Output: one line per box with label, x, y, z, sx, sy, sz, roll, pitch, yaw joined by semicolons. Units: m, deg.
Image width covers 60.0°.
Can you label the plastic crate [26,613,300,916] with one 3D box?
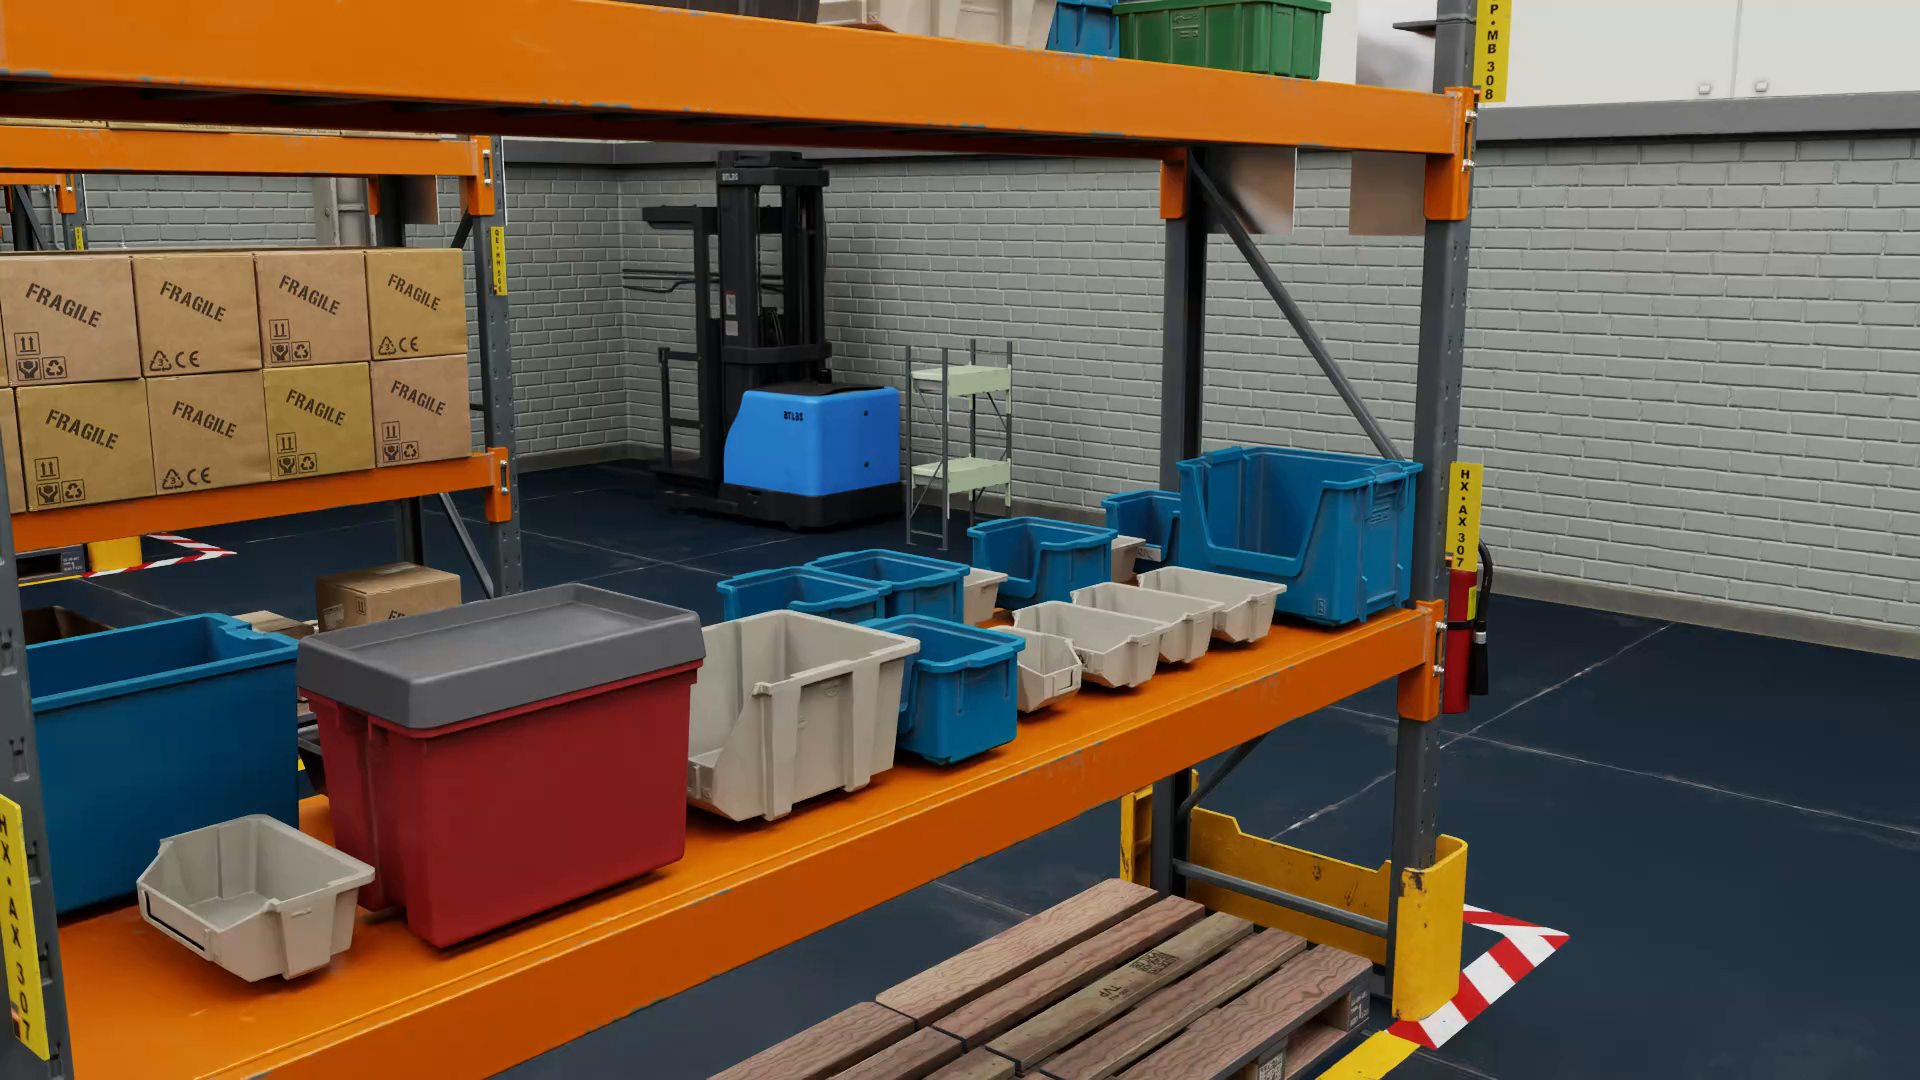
plastic crate;-1.502;0.396;2.959;0.392;0.384;0.575;10;15;40

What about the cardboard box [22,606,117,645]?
cardboard box;-4.036;0.620;7.197;0.797;0.503;0.637;10;15;40

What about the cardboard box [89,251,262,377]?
cardboard box;-3.391;-0.986;7.184;0.500;0.500;0.500;10;15;42

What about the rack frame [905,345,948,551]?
rack frame;-0.246;-0.681;12.290;0.400;1.500;0.023;10;15;40

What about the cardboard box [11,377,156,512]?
cardboard box;-3.729;-0.424;6.919;0.500;0.500;0.500;9;15;40

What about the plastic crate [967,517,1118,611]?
plastic crate;0.241;0.085;4.902;0.416;0.233;0.300;10;15;40

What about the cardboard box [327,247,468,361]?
cardboard box;-2.719;-1.138;7.941;0.500;0.500;0.500;10;15;40

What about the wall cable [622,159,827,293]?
wall cable;-2.354;-3.544;15.410;3.097;2.526;0.112;10;15;40

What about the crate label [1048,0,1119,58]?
crate label;0.235;-1.363;4.596;0.408;0.251;0.502;10;15;40

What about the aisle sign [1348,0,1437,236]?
aisle sign;1.354;-1.306;4.954;0.394;0.787;0.004;10;15;40

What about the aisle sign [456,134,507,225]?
aisle sign;-2.357;-1.945;8.152;0.394;0.787;0.004;10;15;40

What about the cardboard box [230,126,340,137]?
cardboard box;-3.111;-1.915;7.365;0.500;0.250;0.500;10;15;40

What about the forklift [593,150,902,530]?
forklift;-1.916;-1.729;13.886;3.031;2.935;1.130;10;15;40

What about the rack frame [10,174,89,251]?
rack frame;-6.356;-1.339;11.759;1.000;3.000;0.127;10;15;40

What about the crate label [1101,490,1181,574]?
crate label;0.676;-0.012;5.387;0.416;0.233;0.303;10;15;40

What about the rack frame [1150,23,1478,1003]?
rack frame;1.086;-0.058;5.346;1.000;3.000;0.127;10;15;40

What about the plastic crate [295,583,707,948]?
plastic crate;-0.776;0.370;2.882;0.402;0.464;0.583;10;15;40

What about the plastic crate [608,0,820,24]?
plastic crate;-0.528;-1.024;2.856;0.497;0.269;0.590;10;15;40

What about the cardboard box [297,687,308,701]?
cardboard box;-3.141;0.634;7.989;0.380;0.166;0.250;10;15;40

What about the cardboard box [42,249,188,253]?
cardboard box;-3.796;-1.057;7.536;0.500;0.500;0.500;10;15;41

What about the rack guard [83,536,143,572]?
rack guard;-6.340;-0.117;12.021;1.175;0.500;0.348;10;15;40

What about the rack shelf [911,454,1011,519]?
rack shelf;-0.004;-0.415;12.623;0.431;0.370;0.720;10;15;40

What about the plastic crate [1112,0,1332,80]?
plastic crate;0.650;-1.243;4.161;0.450;0.188;0.336;10;15;40

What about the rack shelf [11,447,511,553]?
rack shelf;-3.952;-0.052;7.152;1.077;0.370;4.000;10;15;40

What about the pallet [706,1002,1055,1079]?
pallet;-0.293;1.604;4.142;1.003;0.211;1.213;10;15;40

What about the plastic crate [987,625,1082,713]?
plastic crate;0.135;0.316;3.992;0.298;0.136;0.250;10;15;40

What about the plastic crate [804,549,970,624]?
plastic crate;-0.193;0.182;4.417;0.416;0.233;0.300;10;15;40

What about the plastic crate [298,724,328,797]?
plastic crate;-1.017;0.436;3.419;0.437;0.125;0.590;10;15;40

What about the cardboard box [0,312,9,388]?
cardboard box;-4.070;-0.835;6.424;0.500;0.500;0.500;9;15;39

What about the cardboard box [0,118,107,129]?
cardboard box;-3.774;-1.768;6.631;0.500;0.250;0.500;10;15;40

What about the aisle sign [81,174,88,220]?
aisle sign;-6.083;-2.586;11.363;0.394;0.787;0.004;10;15;40

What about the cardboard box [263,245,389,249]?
cardboard box;-3.123;-1.208;8.291;0.500;0.500;0.500;10;15;42

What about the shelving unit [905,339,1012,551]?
shelving unit;-0.004;-0.734;12.559;0.431;1.500;0.755;10;15;40

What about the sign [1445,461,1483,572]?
sign;1.510;-0.070;4.985;0.100;0.325;0.005;10;15;40

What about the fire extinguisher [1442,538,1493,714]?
fire extinguisher;1.527;0.199;5.207;0.296;0.674;0.183;10;15;40

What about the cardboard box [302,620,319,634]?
cardboard box;-3.332;0.528;8.519;0.380;0.166;0.250;10;15;40

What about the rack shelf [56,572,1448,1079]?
rack shelf;-0.234;0.589;3.943;1.077;0.370;4.000;10;15;40

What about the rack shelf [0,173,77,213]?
rack shelf;-7.676;-2.163;10.062;1.077;0.370;4.000;10;15;40

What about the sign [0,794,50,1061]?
sign;-1.142;0.466;2.015;0.100;0.325;0.005;10;15;40

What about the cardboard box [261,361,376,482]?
cardboard box;-3.063;-0.571;7.654;0.500;0.500;0.500;10;15;41

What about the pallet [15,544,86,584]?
pallet;-6.825;0.156;11.392;1.003;0.211;1.213;10;15;40

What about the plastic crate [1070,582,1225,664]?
plastic crate;0.482;0.226;4.444;0.396;0.136;0.243;10;15;40
